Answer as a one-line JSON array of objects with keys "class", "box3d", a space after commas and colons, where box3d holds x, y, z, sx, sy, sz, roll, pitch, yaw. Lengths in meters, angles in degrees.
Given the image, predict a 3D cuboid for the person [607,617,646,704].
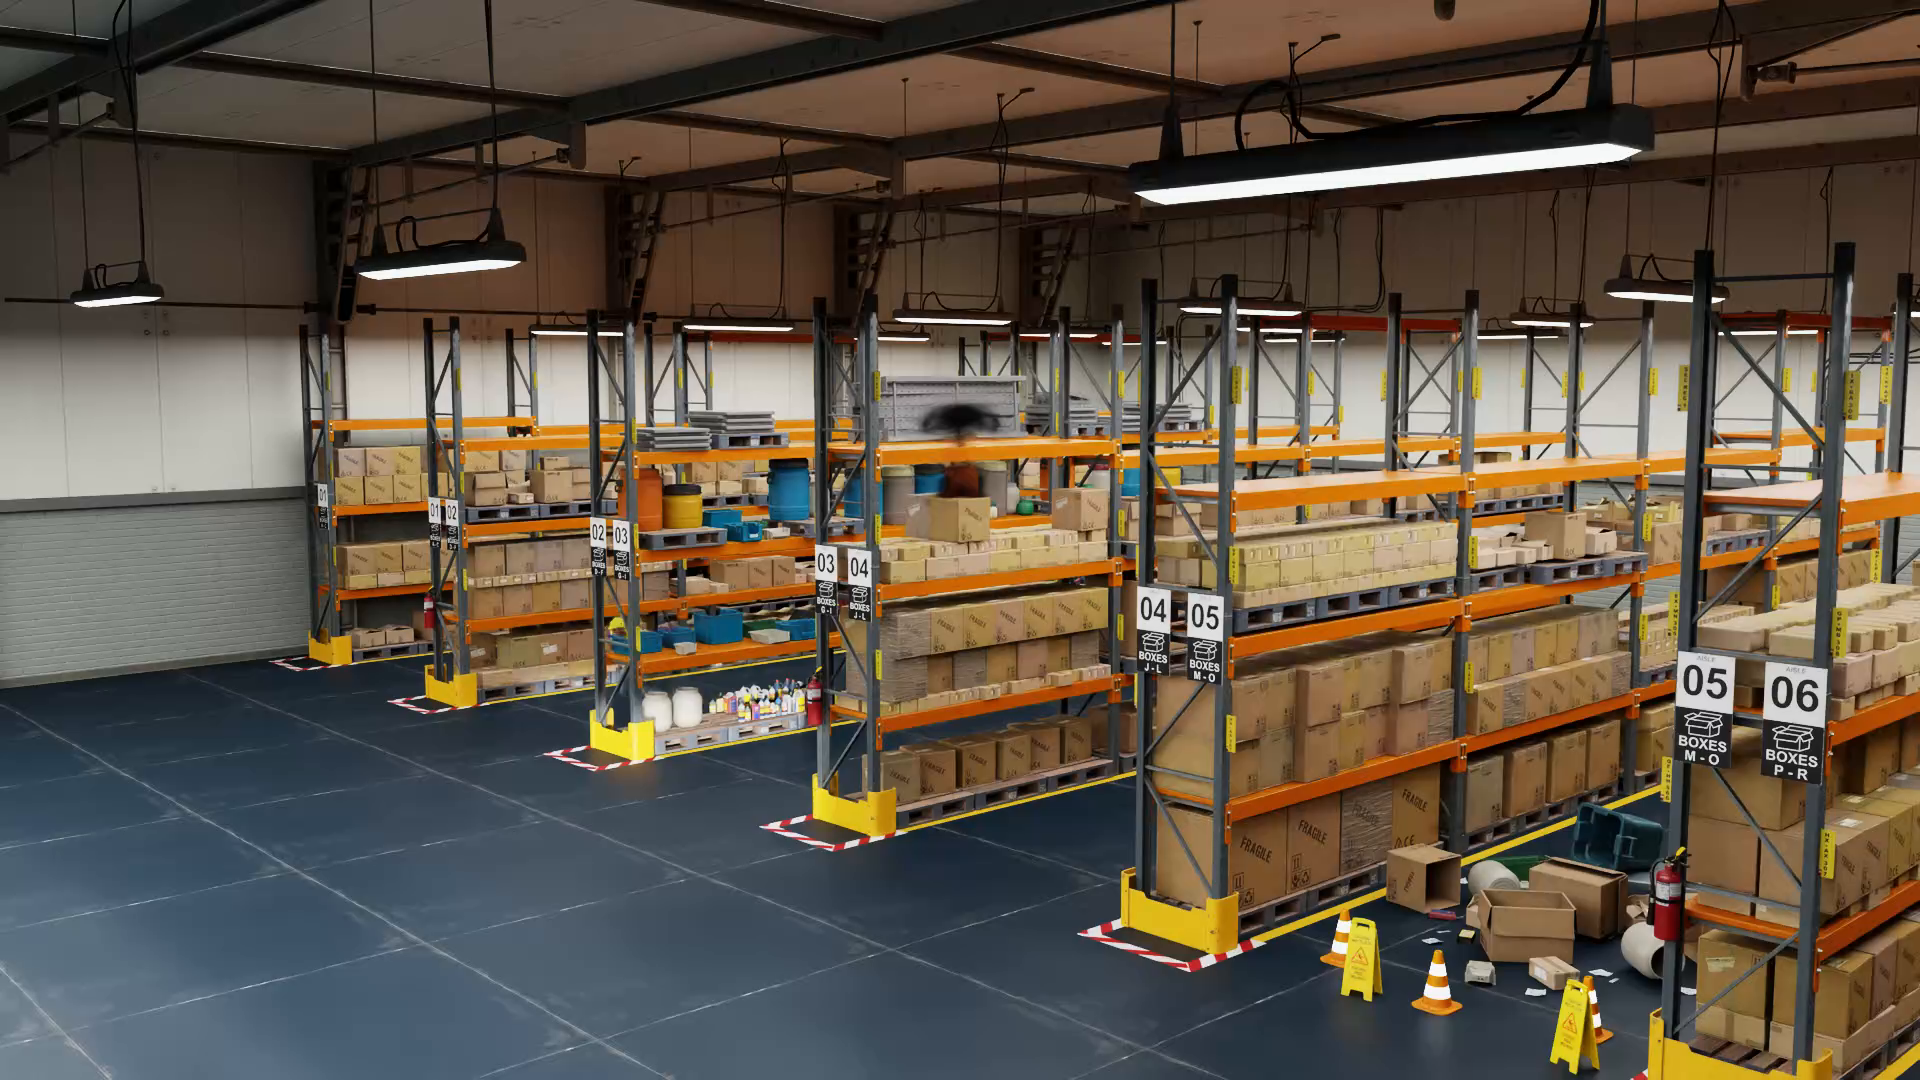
[{"class": "person", "box3d": [-4.961, 1.895, 24.690, 0.737, 1.573, 0.837, 3, 6, 26]}]
